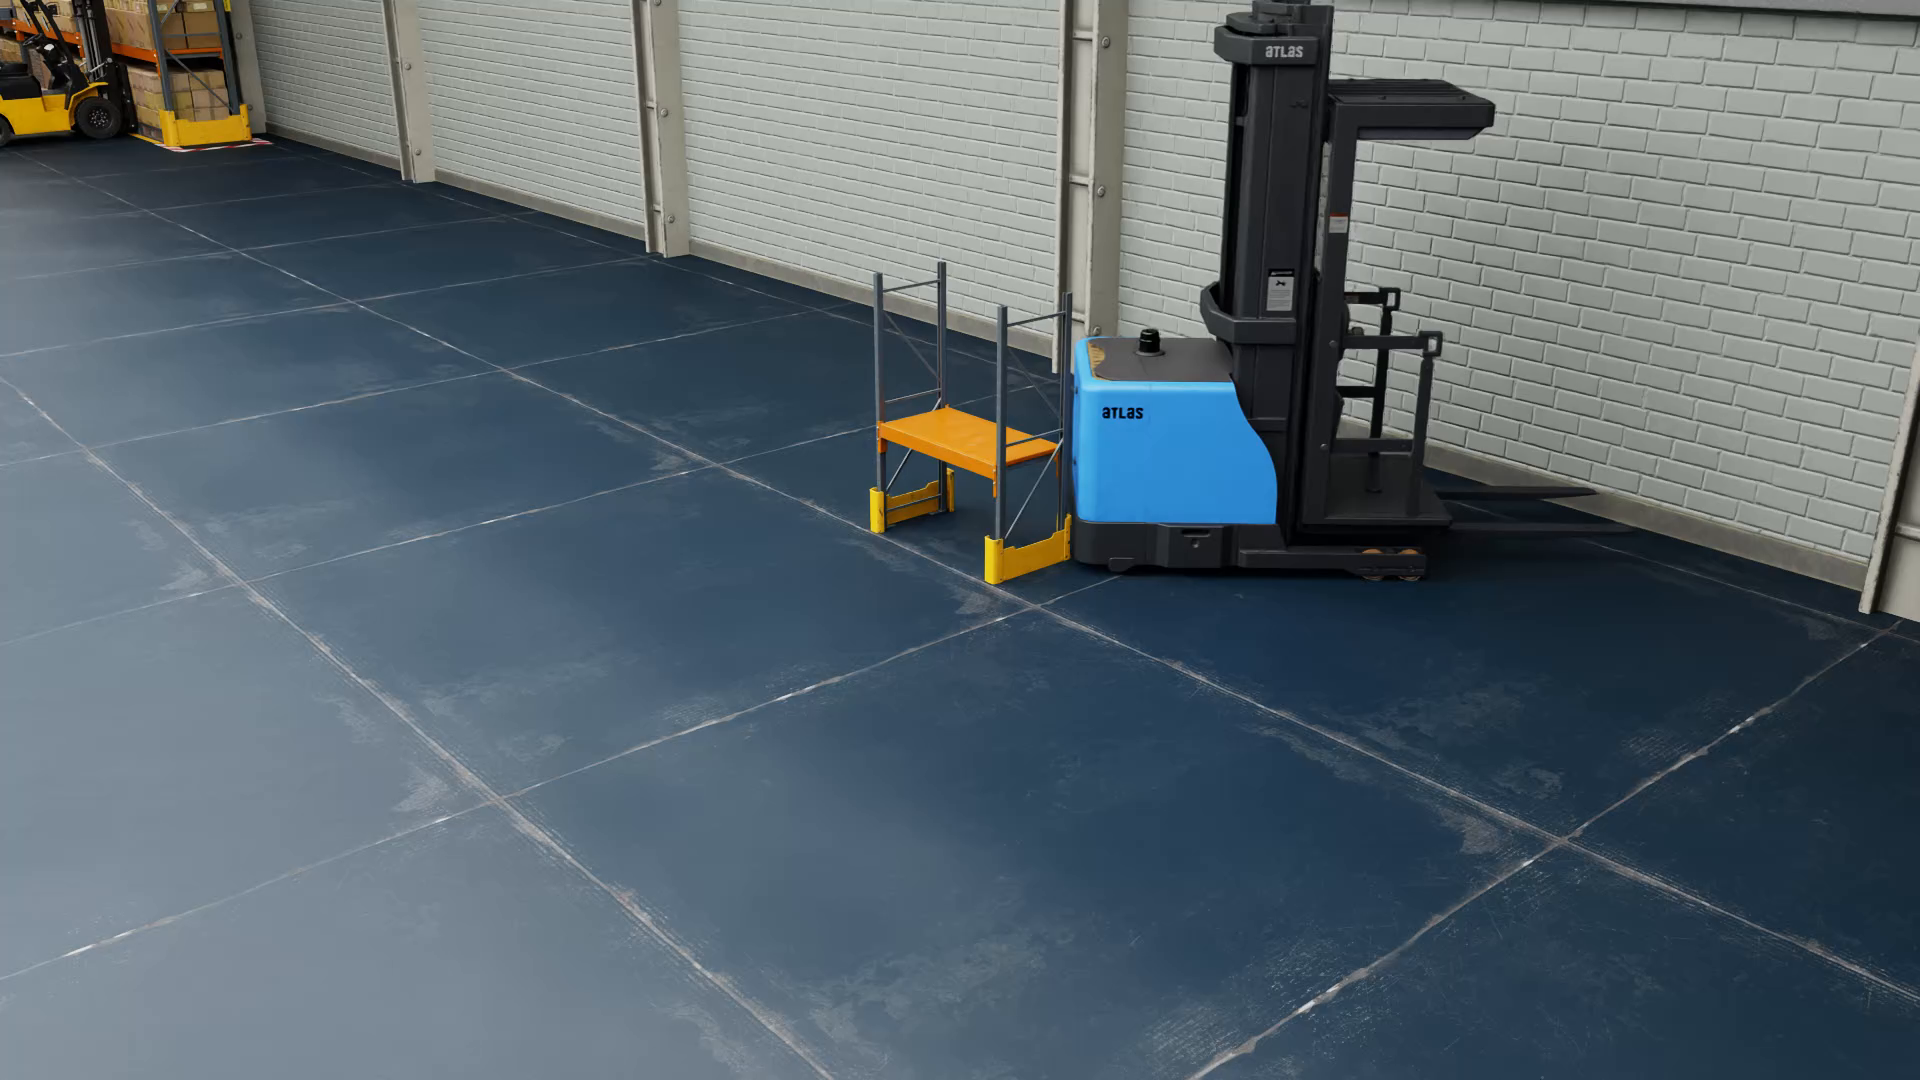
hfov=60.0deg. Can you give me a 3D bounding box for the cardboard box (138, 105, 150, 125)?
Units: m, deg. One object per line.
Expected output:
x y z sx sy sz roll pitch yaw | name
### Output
-11.893 -6.348 24.772 0.500 0.250 0.500 -17 27 -37 | cardboard box

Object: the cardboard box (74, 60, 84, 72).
-13.990 -7.575 27.390 0.875 0.625 0.625 -16 26 -35 | cardboard box

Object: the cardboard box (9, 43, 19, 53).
-16.968 -8.926 30.123 0.380 0.149 0.250 -19 28 -40 | cardboard box

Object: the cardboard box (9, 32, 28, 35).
-18.228 -9.783 32.310 0.380 0.149 0.250 -17 27 -37 | cardboard box

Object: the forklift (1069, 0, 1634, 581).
2.146 -1.342 8.892 3.031 2.935 1.130 1 21 2 | forklift

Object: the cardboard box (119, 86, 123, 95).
-12.580 -6.864 25.405 0.500 0.250 0.500 -18 27 -38 | cardboard box

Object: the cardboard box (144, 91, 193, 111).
-11.584 -6.446 24.338 0.500 0.250 0.500 -18 28 -38 | cardboard box

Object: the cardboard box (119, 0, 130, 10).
-12.144 -7.899 24.513 0.380 0.149 0.250 -19 28 -39 | cardboard box

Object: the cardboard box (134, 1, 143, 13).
-11.658 -7.679 23.951 0.380 0.149 0.250 -17 27 -37 | cardboard box

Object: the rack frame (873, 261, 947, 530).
-0.276 -0.815 9.509 0.500 1.500 0.032 -17 27 -37 | rack frame

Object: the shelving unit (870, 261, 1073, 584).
0.050 -0.677 9.157 0.587 1.500 1.083 -17 27 -37 | shelving unit

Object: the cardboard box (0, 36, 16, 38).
-17.930 -9.379 31.279 0.380 0.149 0.250 -16 27 -36 | cardboard box

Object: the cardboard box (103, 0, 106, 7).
-12.818 -8.181 25.231 0.380 0.149 0.250 -19 28 -39 | cardboard box

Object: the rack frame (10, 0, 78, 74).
-16.252 -9.448 29.494 1.000 3.000 0.127 -17 27 -37 | rack frame

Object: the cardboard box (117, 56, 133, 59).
-13.173 -7.634 26.686 0.500 0.250 0.500 -17 27 -36 | cardboard box

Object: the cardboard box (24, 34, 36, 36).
-17.737 -9.564 31.752 0.380 0.149 0.250 -17 27 -36 | cardboard box

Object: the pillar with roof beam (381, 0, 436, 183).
-10.146 -7.756 16.947 9.100 9.000 0.400 -17 27 -37 | pillar with roof beam

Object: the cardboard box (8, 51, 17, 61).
-17.009 -8.686 30.401 0.500 0.500 0.500 -18 28 -38 | cardboard box

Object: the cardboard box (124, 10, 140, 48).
-11.882 -7.504 24.392 0.500 0.500 0.500 -16 27 -36 | cardboard box

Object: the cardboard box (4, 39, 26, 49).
-17.407 -9.162 30.725 0.380 0.149 0.250 -18 28 -38 | cardboard box

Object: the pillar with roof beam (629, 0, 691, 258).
-6.230 -6.098 12.715 9.100 9.000 0.400 -17 27 -37 | pillar with roof beam

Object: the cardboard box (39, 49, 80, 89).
-15.422 -8.184 28.946 0.875 0.625 0.625 -16 27 -36 | cardboard box

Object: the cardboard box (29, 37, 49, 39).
-17.241 -9.345 31.192 0.380 0.149 0.250 -17 27 -37 | cardboard box

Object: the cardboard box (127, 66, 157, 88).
-12.241 -6.949 24.935 0.500 0.250 0.500 -17 27 -37 | cardboard box

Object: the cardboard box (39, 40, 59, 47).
-16.732 -9.130 30.643 0.380 0.149 0.250 -17 27 -37 | cardboard box

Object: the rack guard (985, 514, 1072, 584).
0.375 0.042 9.033 0.587 0.250 0.087 -17 27 -37 | rack guard

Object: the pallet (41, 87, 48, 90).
-15.744 -7.913 29.398 1.003 0.211 1.213 -17 27 -37 | pallet

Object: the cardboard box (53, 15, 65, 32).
-14.500 -8.488 27.248 0.500 0.250 0.500 -18 27 -38 | cardboard box

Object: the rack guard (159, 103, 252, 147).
-11.014 -6.068 24.290 1.175 0.500 0.348 -17 27 -37 | rack guard

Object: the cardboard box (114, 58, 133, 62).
-13.237 -7.372 26.016 0.500 0.250 0.500 -17 27 -37 | cardboard box

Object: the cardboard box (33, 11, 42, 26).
-15.481 -8.917 28.343 0.500 0.250 0.500 -19 28 -39 | cardboard box

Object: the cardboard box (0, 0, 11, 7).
-16.971 -9.617 29.694 0.380 0.149 0.250 -17 27 -36 | cardboard box

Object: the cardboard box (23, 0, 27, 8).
-15.821 -9.292 28.615 0.500 0.250 0.500 -16 27 -36 | cardboard box

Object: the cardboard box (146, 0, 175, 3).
-11.423 -7.774 23.785 0.380 0.149 0.250 -17 27 -37 | cardboard box

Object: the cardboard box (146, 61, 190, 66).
-12.177 -7.218 25.623 0.500 0.250 0.500 -18 28 -38 | cardboard box

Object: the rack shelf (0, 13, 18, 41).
-17.557 -9.666 31.036 1.077 0.370 4.000 -17 27 -37 | rack shelf

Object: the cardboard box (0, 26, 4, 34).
-18.624 -9.803 31.954 0.380 0.149 0.250 -19 28 -40 | cardboard box

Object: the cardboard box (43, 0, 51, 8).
-14.826 -8.864 27.522 0.500 0.250 0.500 -17 27 -36 | cardboard box

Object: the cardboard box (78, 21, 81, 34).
-13.549 -8.205 26.183 0.500 0.500 0.500 -18 28 -39 | cardboard box

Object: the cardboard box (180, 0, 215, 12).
-11.055 -7.742 24.111 0.380 0.149 0.250 -18 28 -39 | cardboard box

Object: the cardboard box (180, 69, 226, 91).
-11.200 -6.797 24.548 0.500 0.250 0.500 -18 28 -38 | cardboard box
